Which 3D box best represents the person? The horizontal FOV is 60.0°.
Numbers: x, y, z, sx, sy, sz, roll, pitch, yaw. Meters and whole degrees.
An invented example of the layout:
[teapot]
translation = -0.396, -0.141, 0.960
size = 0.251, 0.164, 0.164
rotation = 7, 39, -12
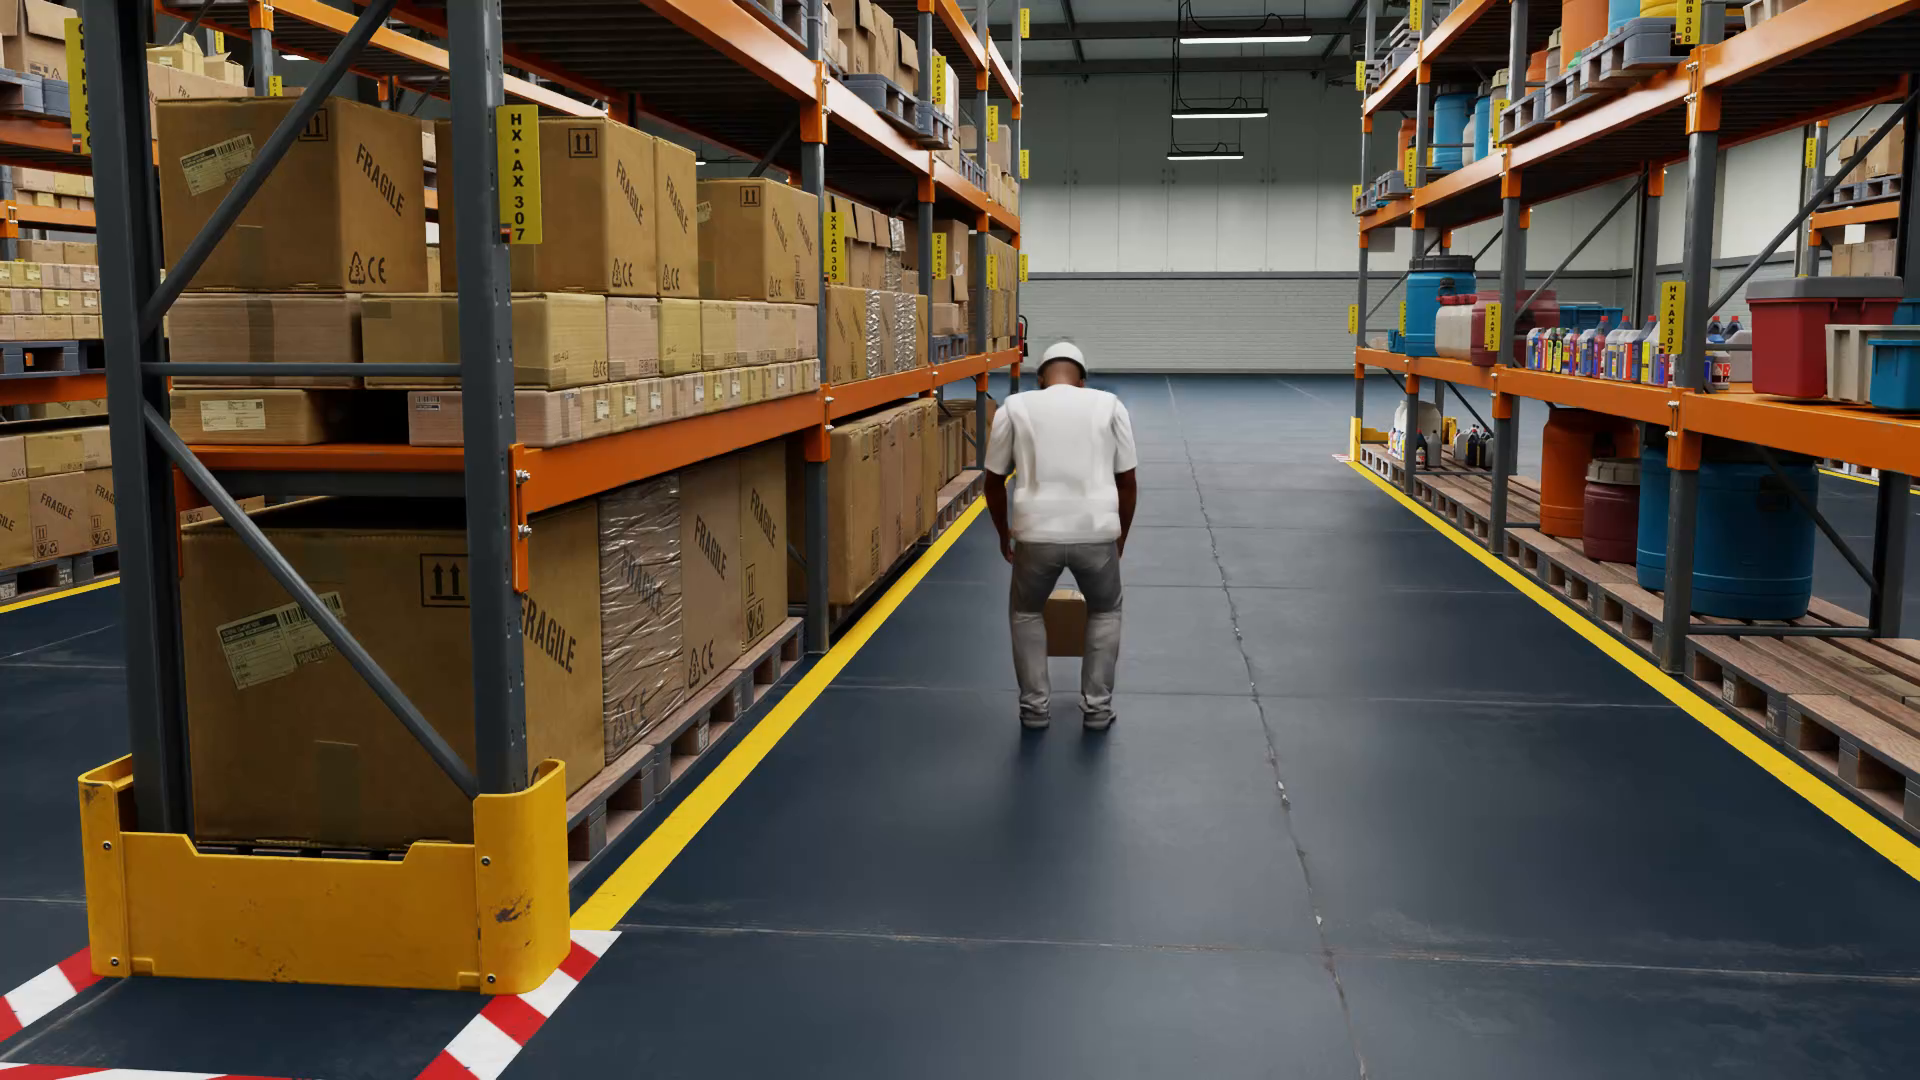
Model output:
[person]
translation = 0.402, -0.025, 6.743
size = 0.625, 1.543, 0.666
rotation = 1, 8, 7
